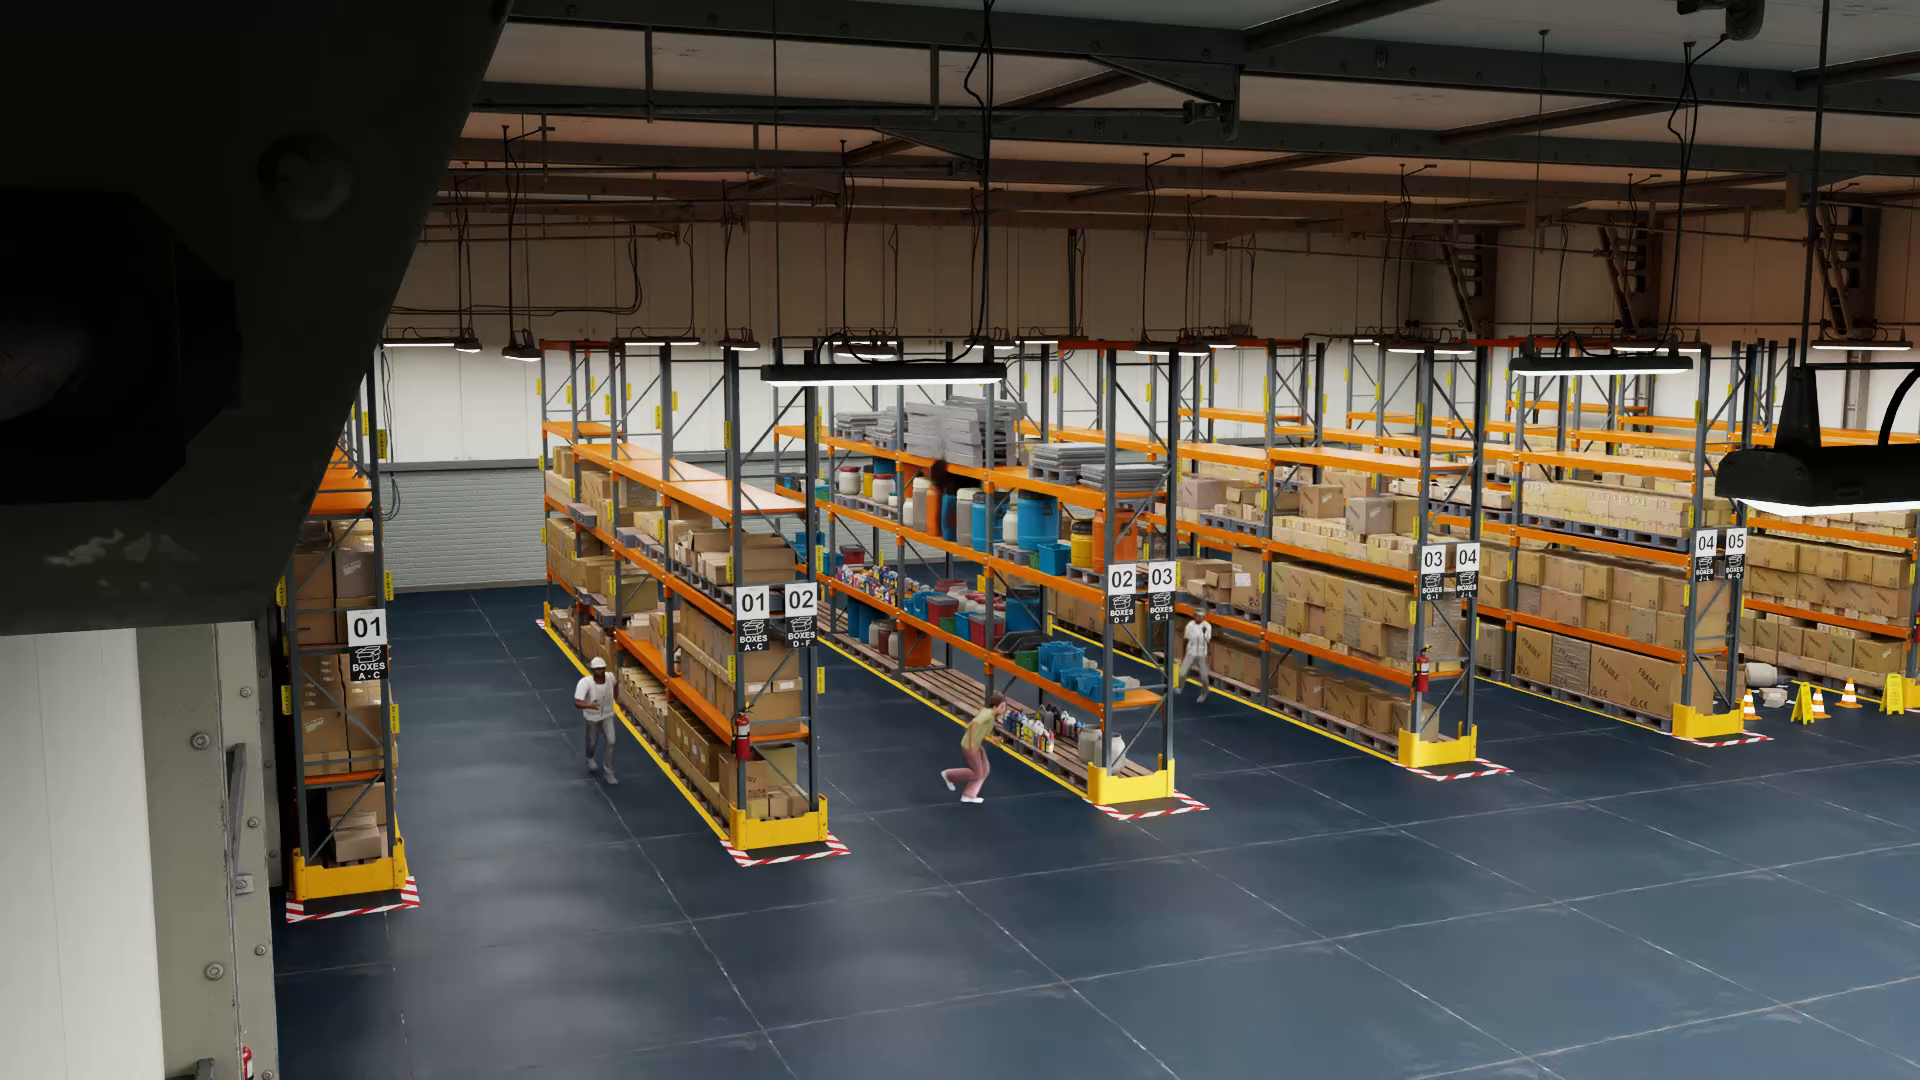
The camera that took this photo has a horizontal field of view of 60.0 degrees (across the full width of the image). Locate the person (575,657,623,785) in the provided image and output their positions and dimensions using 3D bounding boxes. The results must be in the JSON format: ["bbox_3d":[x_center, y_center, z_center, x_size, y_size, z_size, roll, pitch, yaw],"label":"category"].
[{"bbox_3d":[-5.027,2.463,23.125,0.721,1.748,0.991,-4,8,-27],"label":"person"}]

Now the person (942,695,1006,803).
[{"bbox_3d":[0.175,2.821,21.991,0.870,1.363,0.595,2,8,13],"label":"person"}]

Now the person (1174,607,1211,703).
[{"bbox_3d":[3.808,1.883,27.203,0.580,1.600,0.444,1,8,11],"label":"person"}]
